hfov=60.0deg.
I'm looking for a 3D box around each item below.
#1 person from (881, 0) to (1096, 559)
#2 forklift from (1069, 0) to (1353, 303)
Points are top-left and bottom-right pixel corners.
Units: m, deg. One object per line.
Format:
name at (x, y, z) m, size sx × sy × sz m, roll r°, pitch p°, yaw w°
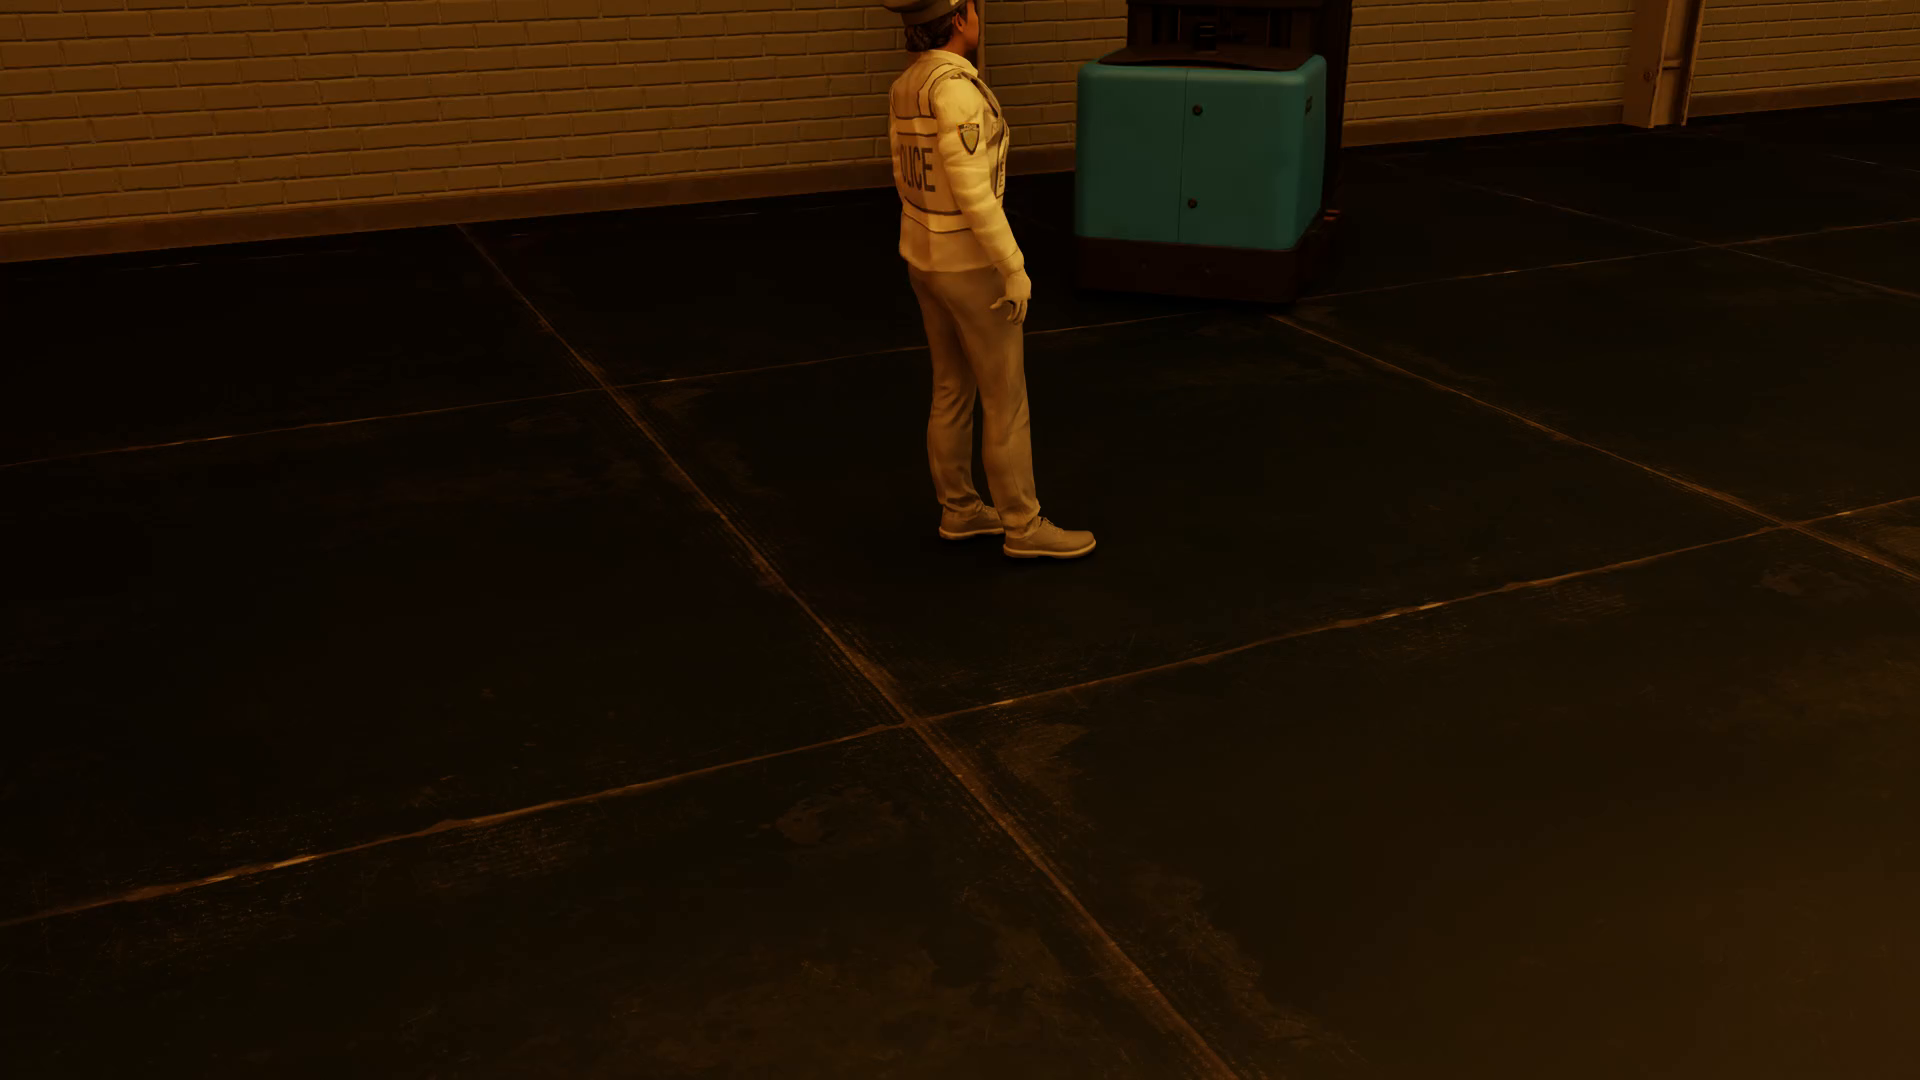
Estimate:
person at (0.065, -0.798, 4.800) m, size 0.532 × 1.694 × 0.586 m, roll -10°, pitch 25°, yaw -23°
forklift at (1.456, -2.954, 8.398) m, size 1.130 × 2.935 × 3.031 m, roll 7°, pitch 24°, yaw 17°
